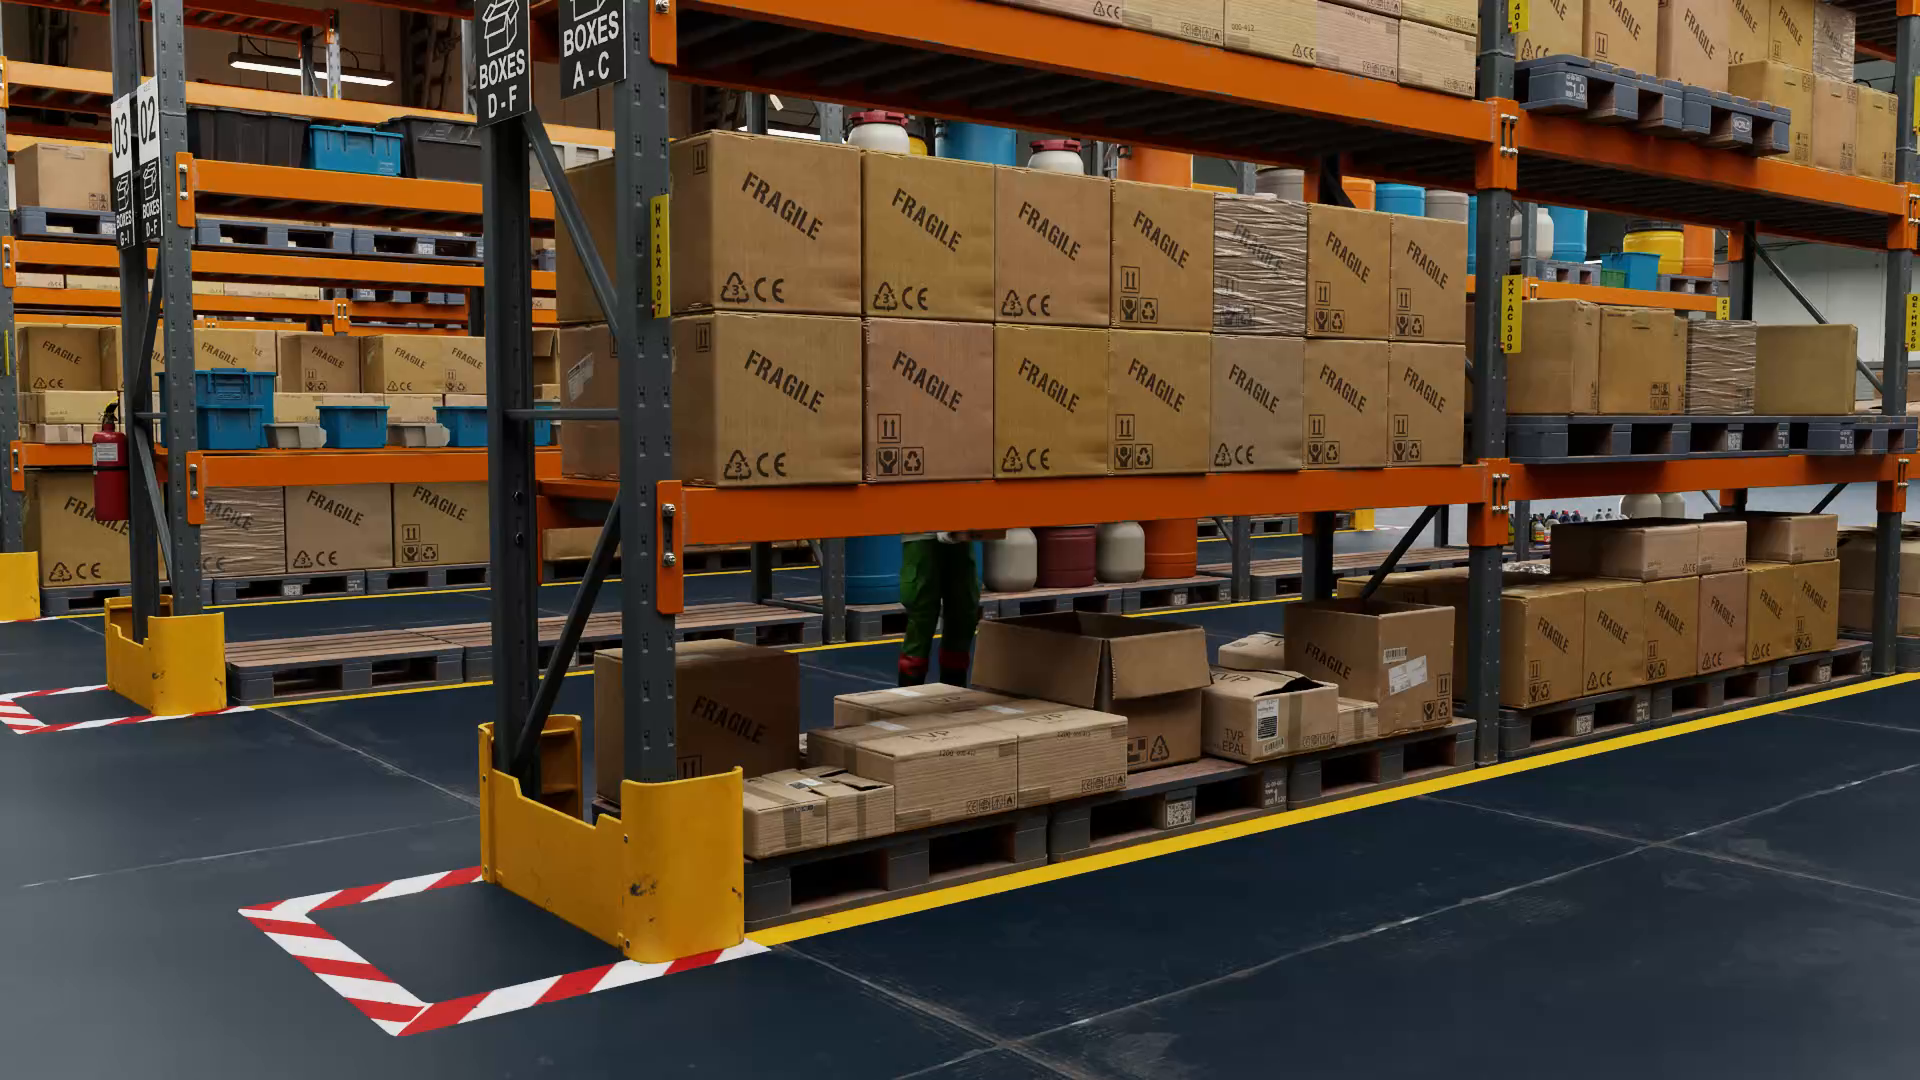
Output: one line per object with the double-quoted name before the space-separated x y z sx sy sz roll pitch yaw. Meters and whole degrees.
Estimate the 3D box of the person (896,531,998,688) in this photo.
"person" -0.046 0.016 8.091 0.494 1.782 0.573 -3 5 -39
